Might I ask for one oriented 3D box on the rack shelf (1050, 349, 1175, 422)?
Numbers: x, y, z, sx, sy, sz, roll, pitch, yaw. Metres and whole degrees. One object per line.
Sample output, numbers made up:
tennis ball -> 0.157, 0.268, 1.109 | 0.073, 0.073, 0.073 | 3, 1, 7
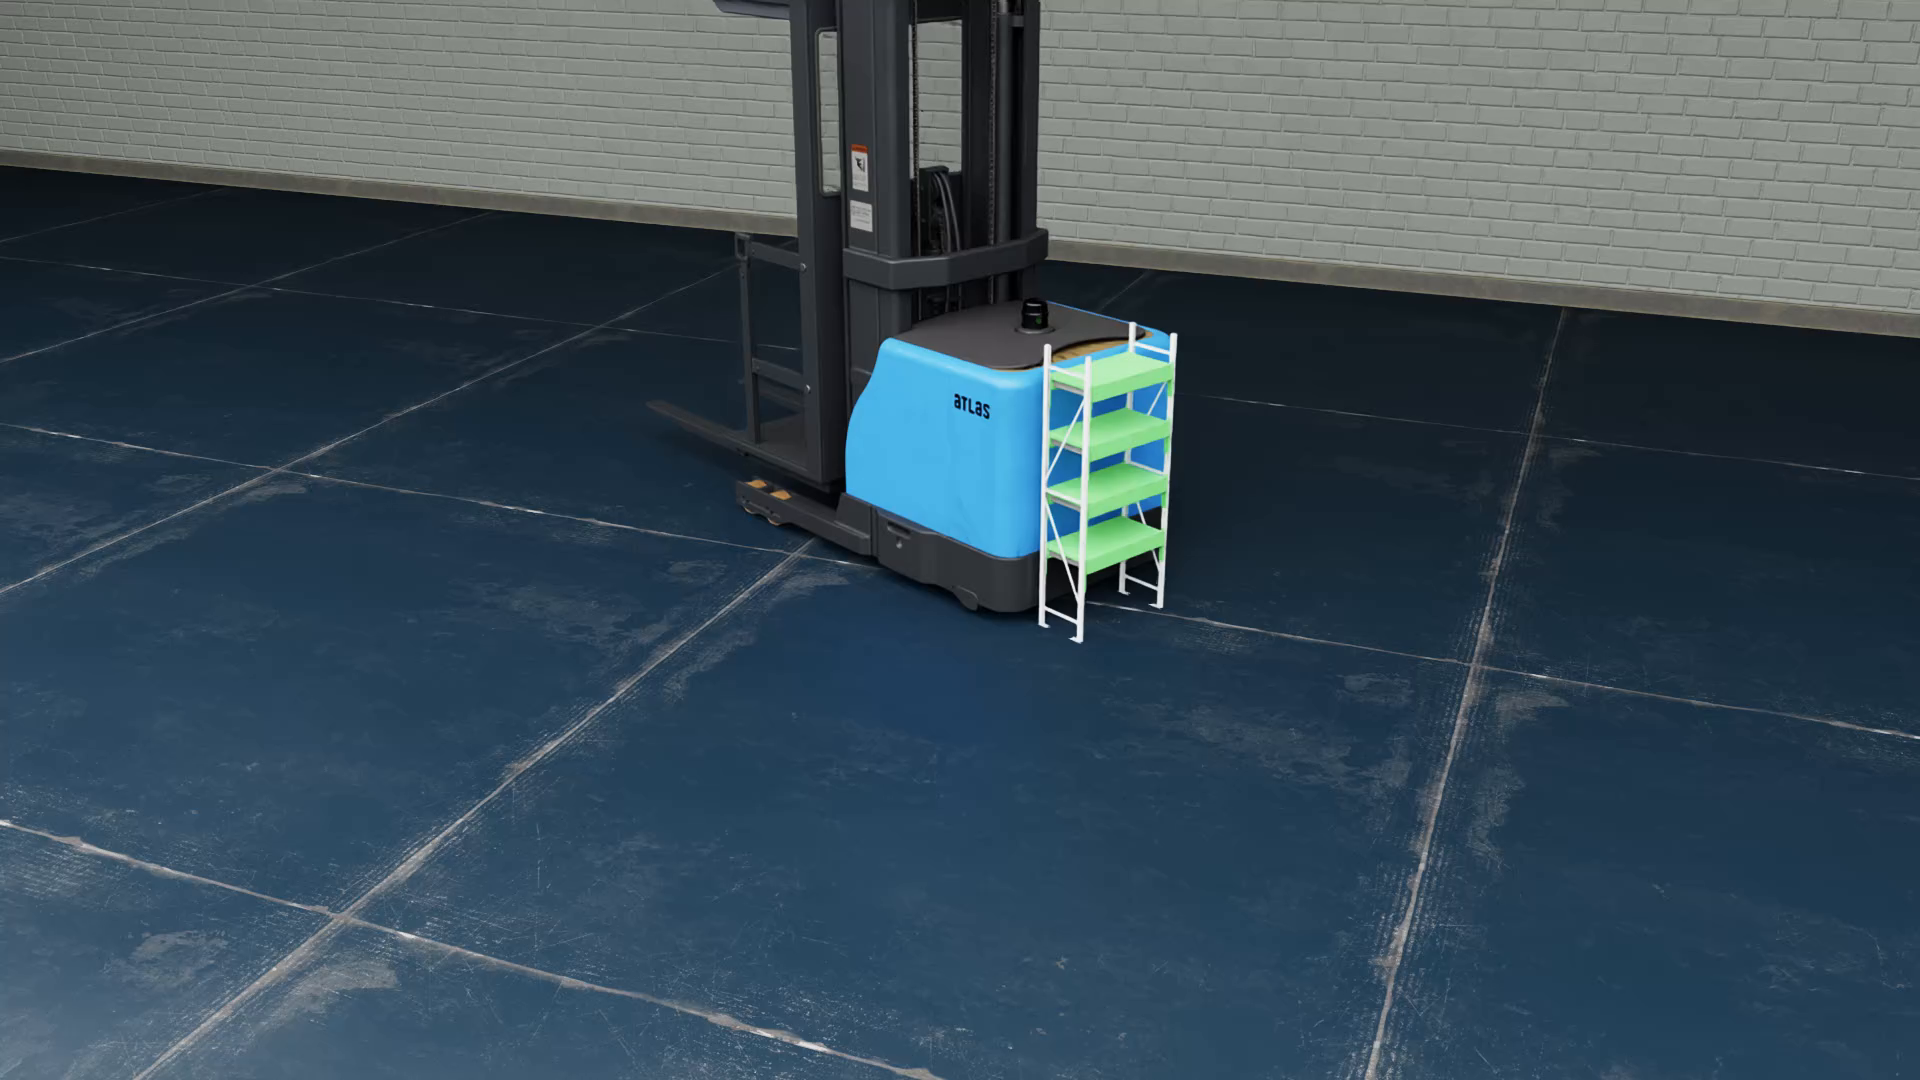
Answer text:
rack shelf -> 0.594, -0.617, 6.590 | 0.480, 0.148, 0.258 | -19, 29, -38

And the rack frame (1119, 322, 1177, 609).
rack frame -> 0.775, -0.296, 6.902 | 0.015, 1.200, 0.240 | -19, 29, -38

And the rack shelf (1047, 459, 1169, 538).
rack shelf -> 0.594, -0.174, 6.775 | 0.480, 0.148, 0.258 | -19, 29, -38

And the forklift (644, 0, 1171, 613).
forklift -> -0.434, -1.537, 7.628 | 1.130, 2.935, 3.031 | -19, 29, -38

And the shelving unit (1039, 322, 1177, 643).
shelving unit -> 0.594, -0.233, 6.751 | 0.503, 1.200, 0.258 | -19, 29, -38

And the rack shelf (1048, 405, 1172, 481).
rack shelf -> 0.594, -0.395, 6.683 | 0.480, 0.148, 0.258 | -19, 29, -38

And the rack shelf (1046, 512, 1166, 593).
rack shelf -> 0.594, 0.047, 6.868 | 0.480, 0.148, 0.258 | -19, 29, -38

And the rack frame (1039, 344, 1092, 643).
rack frame -> 0.413, -0.170, 6.599 | 0.015, 1.200, 0.240 | -19, 29, -38
